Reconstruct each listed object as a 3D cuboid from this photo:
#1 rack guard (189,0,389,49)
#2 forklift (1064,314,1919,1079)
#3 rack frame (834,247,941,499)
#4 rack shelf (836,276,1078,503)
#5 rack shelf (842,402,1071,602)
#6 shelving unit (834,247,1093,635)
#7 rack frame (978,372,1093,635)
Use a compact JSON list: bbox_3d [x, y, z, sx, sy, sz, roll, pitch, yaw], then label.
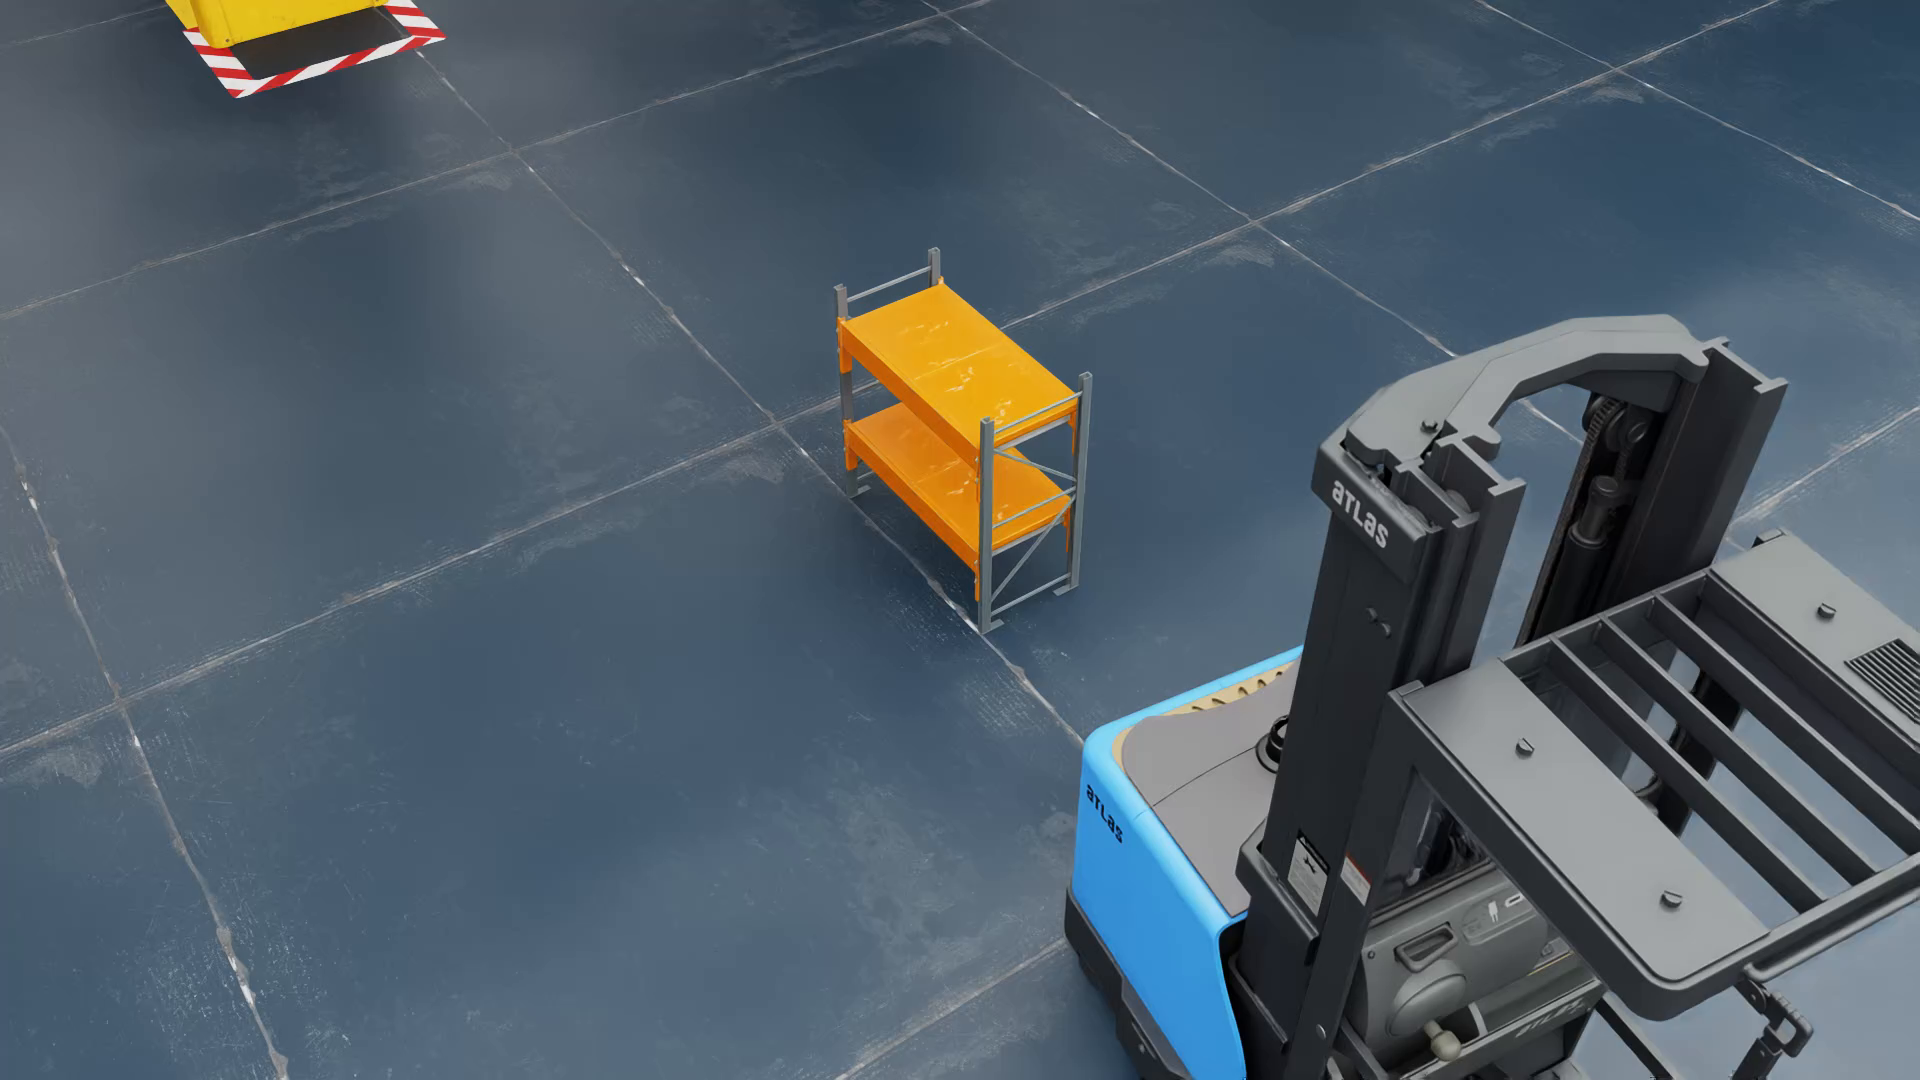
[{"bbox_3d":[-4.316,-3.590,10.640,1.175,0.500,0.348,-26,49,-24],"label":"rack guard"},{"bbox_3d":[1.475,1.066,4.002,1.130,2.935,3.031,-19,47,-19],"label":"forklift"},{"bbox_3d":[-0.295,-0.699,7.158,0.500,1.125,0.032,-26,49,-24],"label":"rack frame"},{"bbox_3d":[-0.004,-0.622,6.654,0.538,0.278,1.000,-26,49,-24],"label":"rack shelf"},{"bbox_3d":[-0.004,-0.234,7.025,0.538,0.278,1.000,-26,49,-24],"label":"rack shelf"},{"bbox_3d":[-0.004,-0.411,6.857,0.538,1.125,1.048,-26,49,-24],"label":"shelving unit"},{"bbox_3d":[0.287,-0.123,6.555,0.500,1.125,0.032,-26,49,-24],"label":"rack frame"}]
